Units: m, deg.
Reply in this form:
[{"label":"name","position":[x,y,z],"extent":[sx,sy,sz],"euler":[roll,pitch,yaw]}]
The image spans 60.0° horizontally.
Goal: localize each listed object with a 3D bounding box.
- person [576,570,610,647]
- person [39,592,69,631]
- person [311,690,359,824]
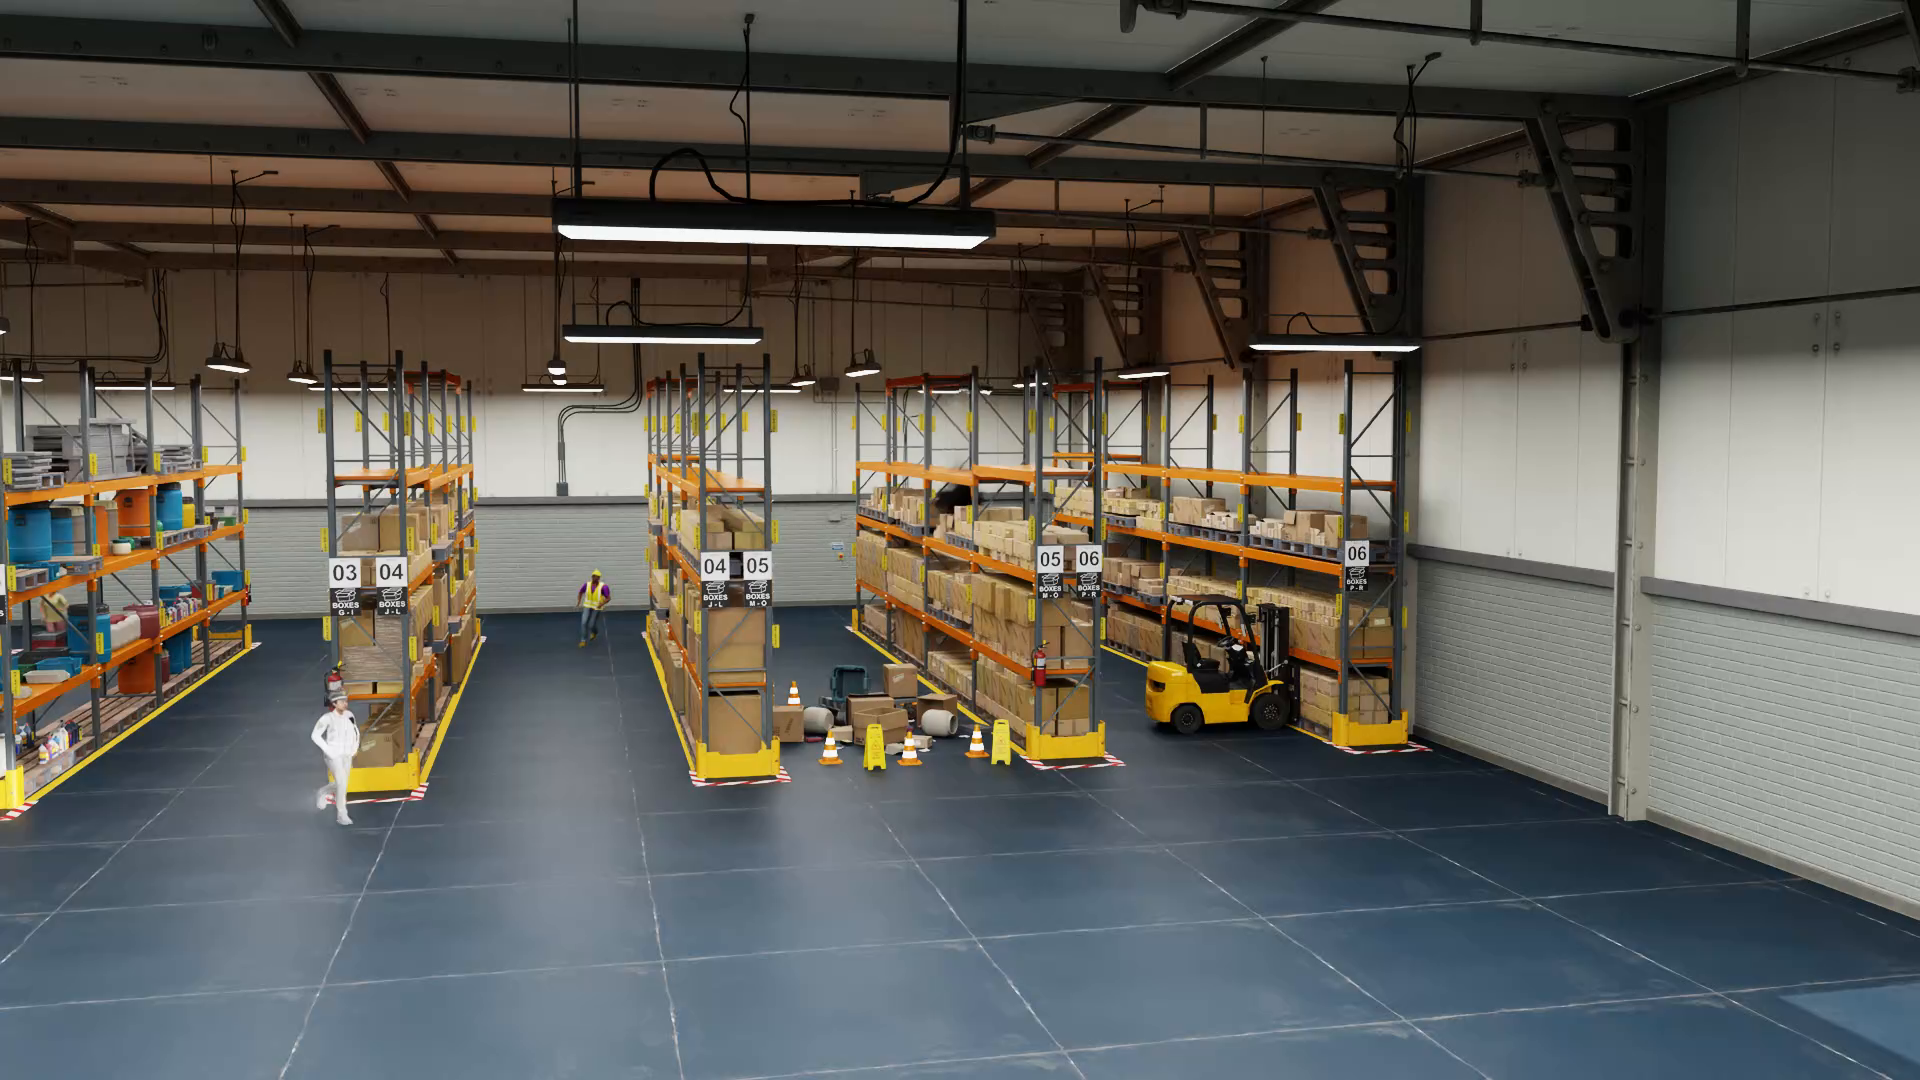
[{"label":"person","position":[-8.293,1.537,37.641],"extent":[0.746,1.714,0.760],"euler":[0,4,3]},{"label":"person","position":[-19.118,1.736,35.094],"extent":[0.589,1.675,0.867],"euler":[-1,4,-19]},{"label":"person","position":[-7.902,2.723,21.088],"extent":[0.748,1.670,0.639],"euler":[2,5,32]}]
